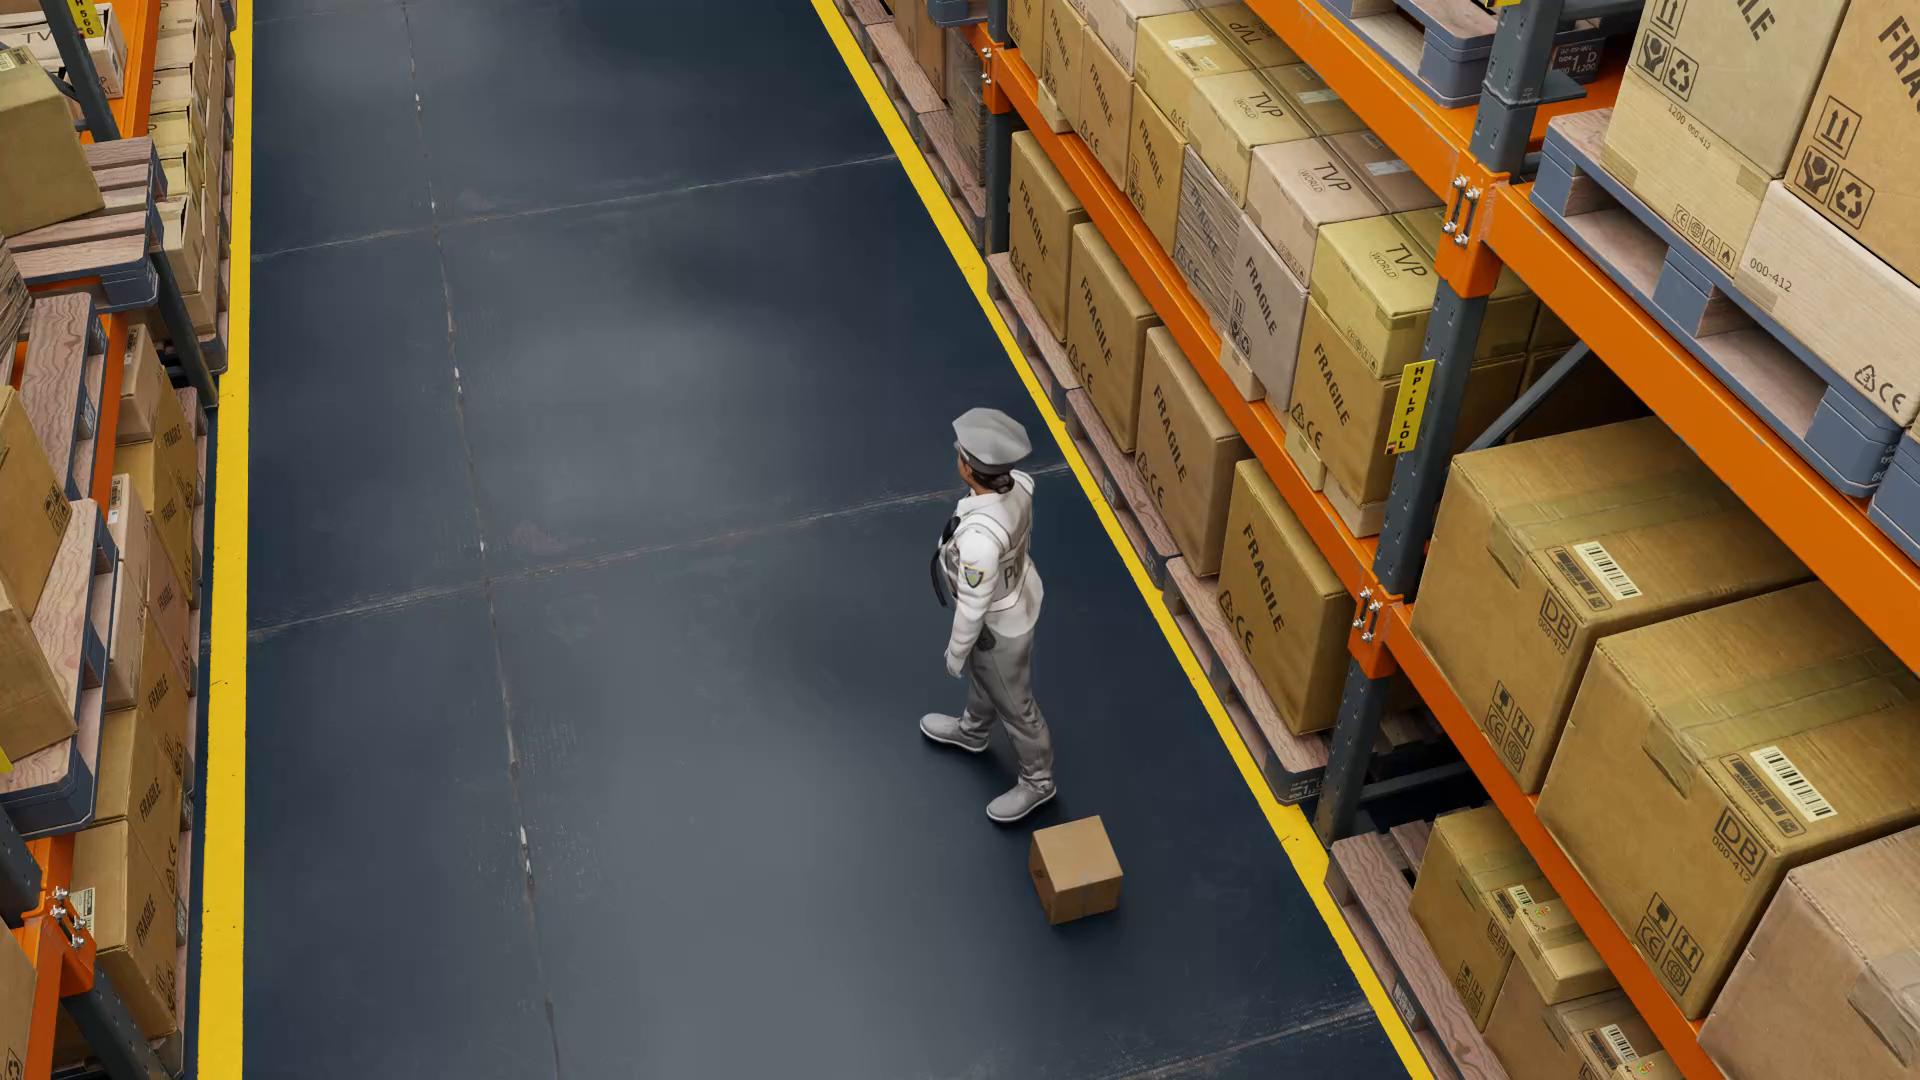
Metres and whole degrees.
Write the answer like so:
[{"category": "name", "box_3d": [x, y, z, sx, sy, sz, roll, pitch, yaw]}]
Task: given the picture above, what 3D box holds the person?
[{"category": "person", "box_3d": [0.098, 0.262, 5.844, 0.584, 1.656, 0.530, 9, 43, 9]}]
